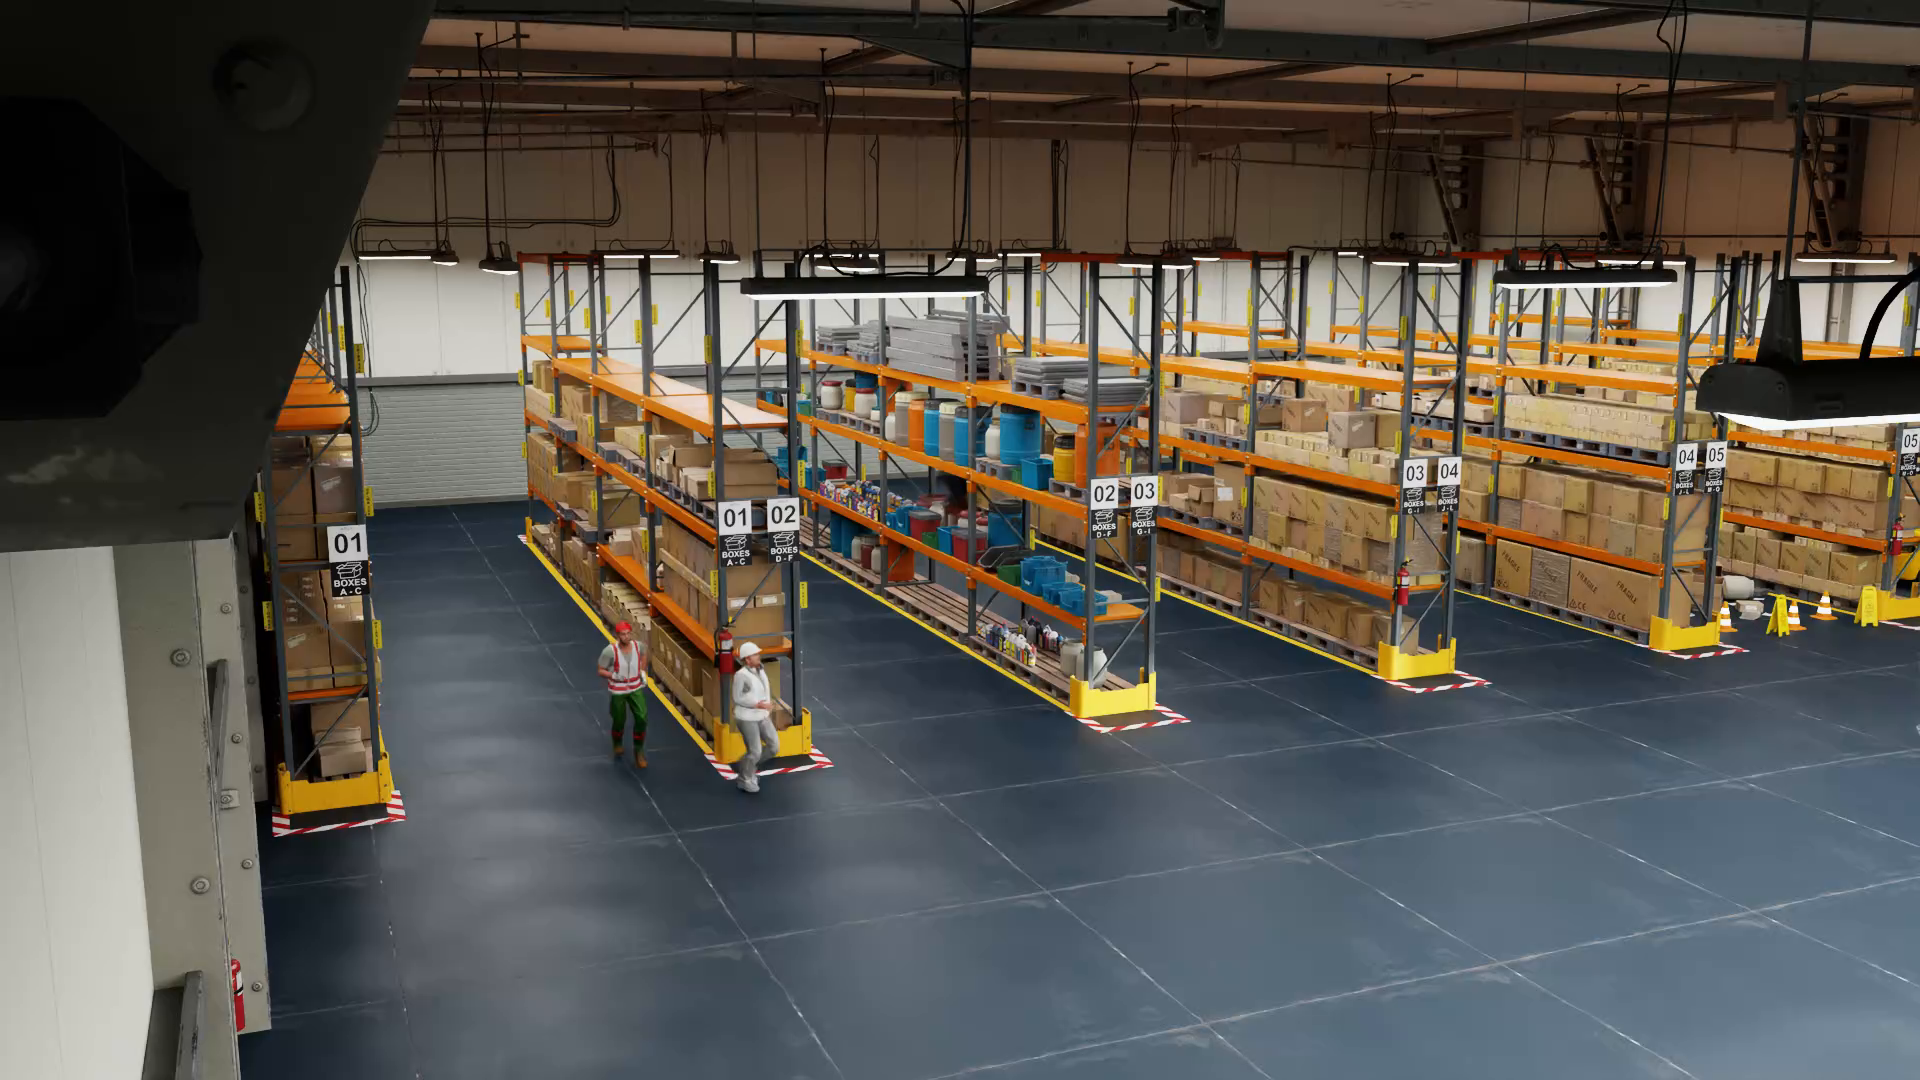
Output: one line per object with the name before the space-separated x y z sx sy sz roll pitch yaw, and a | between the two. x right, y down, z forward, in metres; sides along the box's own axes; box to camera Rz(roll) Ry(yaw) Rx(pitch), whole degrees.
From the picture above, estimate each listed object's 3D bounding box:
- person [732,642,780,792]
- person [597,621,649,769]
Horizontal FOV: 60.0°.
person | -2.317 2.028 19.082 0.547 1.743 0.664 5 11 24
person | -4.043 1.843 20.081 0.666 1.806 0.829 -5 11 -25
